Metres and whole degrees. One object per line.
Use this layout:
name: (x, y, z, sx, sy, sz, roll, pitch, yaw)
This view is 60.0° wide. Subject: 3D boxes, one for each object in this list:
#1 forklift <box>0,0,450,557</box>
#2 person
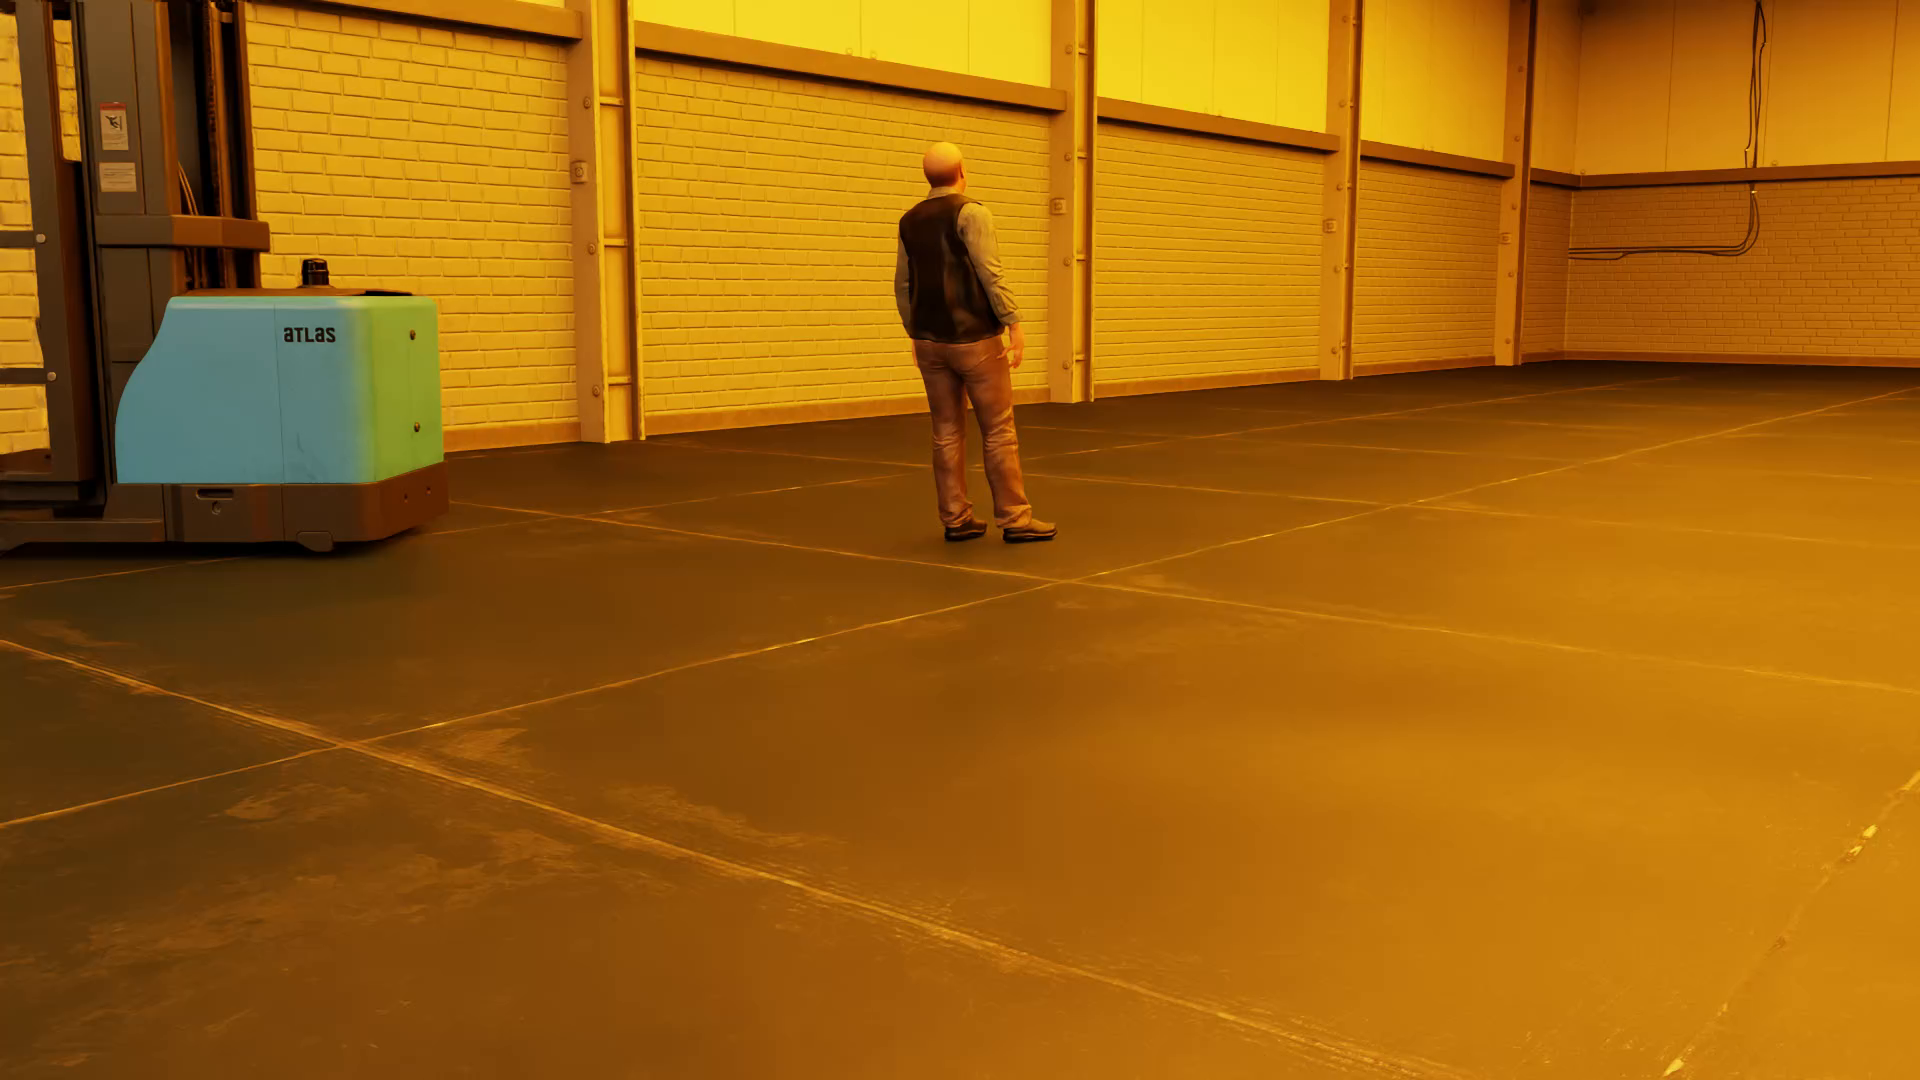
forklift: (-3.914, -1.449, 7.187, 3.031, 2.935, 1.130, 0, 8, 1)
person: (0.045, -0.865, 7.322, 0.632, 1.720, 0.568, 7, 11, 38)
